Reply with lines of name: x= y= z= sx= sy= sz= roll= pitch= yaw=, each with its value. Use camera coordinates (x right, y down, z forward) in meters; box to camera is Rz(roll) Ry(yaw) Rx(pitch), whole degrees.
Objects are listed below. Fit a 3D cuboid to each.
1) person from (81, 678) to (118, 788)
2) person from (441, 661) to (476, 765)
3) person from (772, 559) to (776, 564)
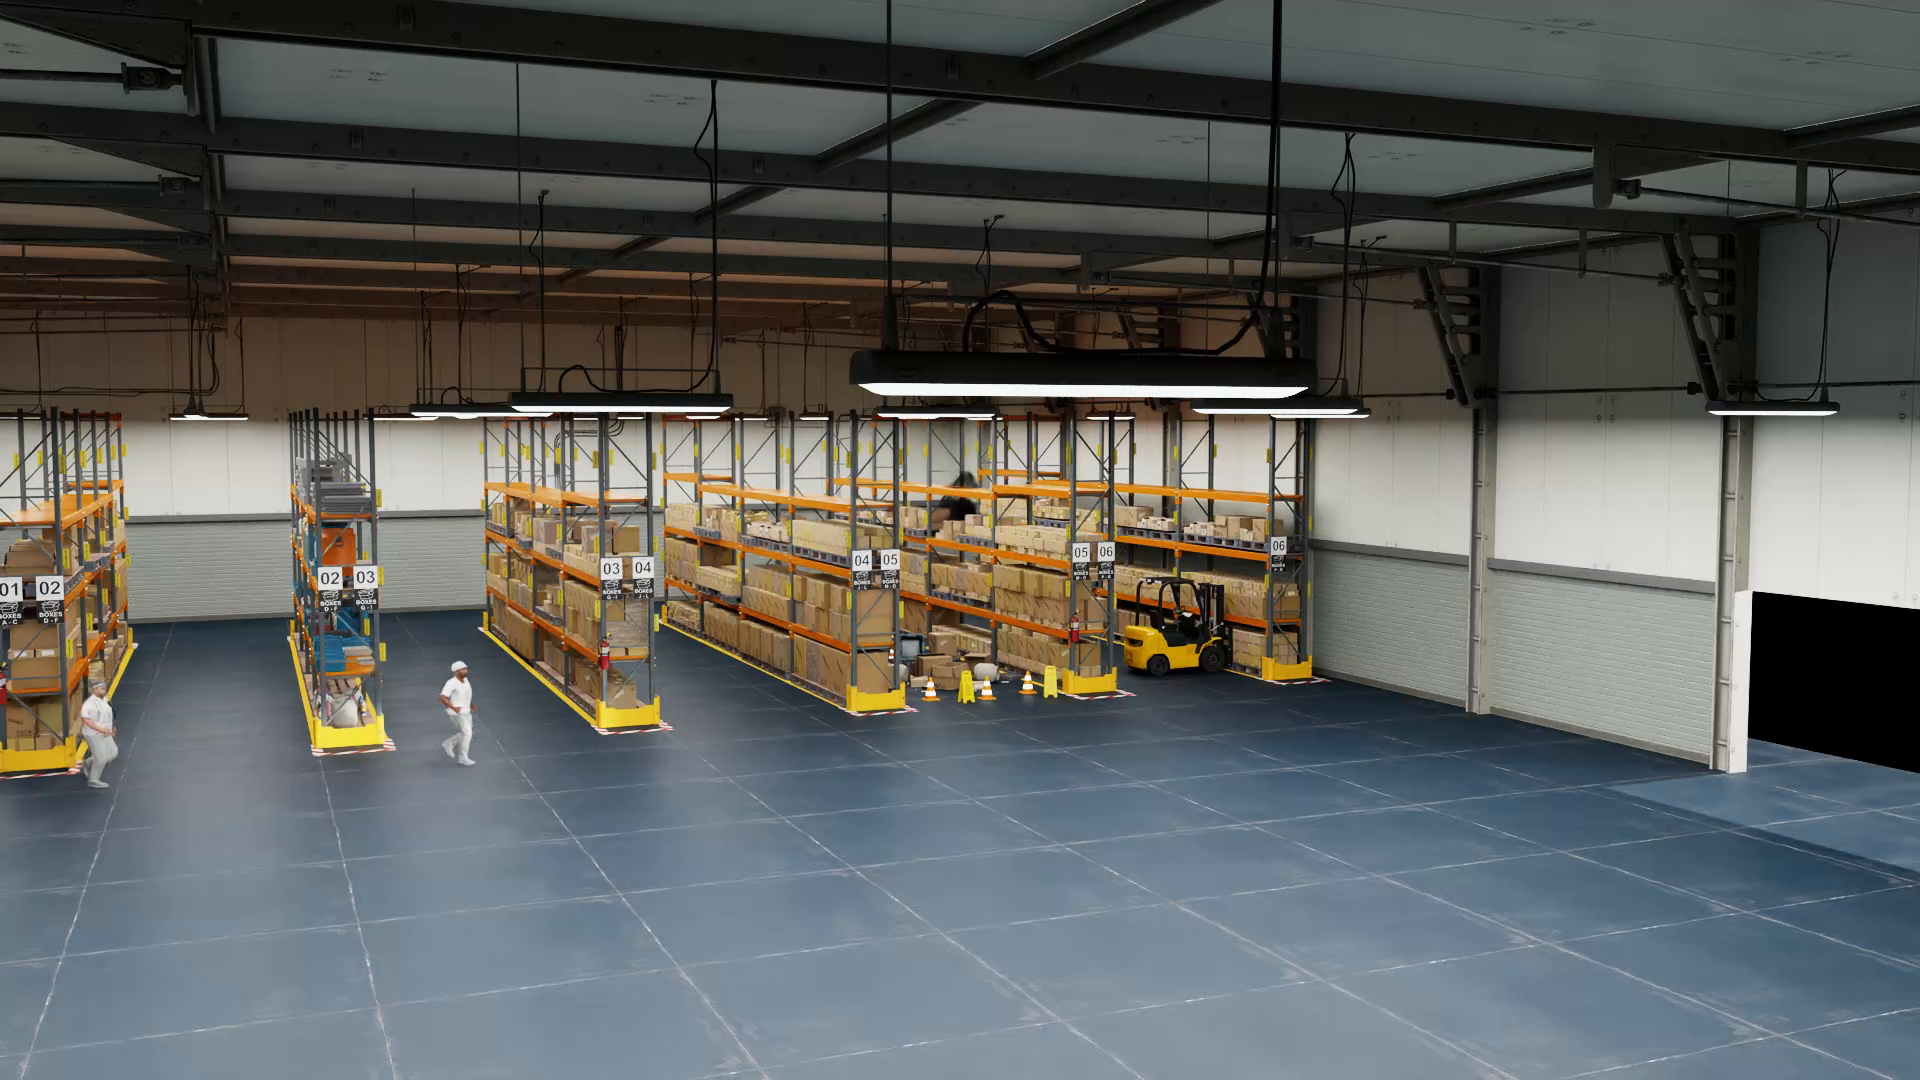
person: x=-13.590 y=3.034 z=26.199 sx=0.637 sy=1.729 sz=0.649 roll=0 pitch=4 yaw=1
person: x=-8.470 y=2.903 z=27.962 sx=0.653 sy=1.739 sz=0.714 roll=1 pitch=4 yaw=11
person: x=-5.636 y=1.361 z=50.640 sx=0.635 sy=1.653 sz=0.707 roll=-2 pitch=4 yaw=-23
